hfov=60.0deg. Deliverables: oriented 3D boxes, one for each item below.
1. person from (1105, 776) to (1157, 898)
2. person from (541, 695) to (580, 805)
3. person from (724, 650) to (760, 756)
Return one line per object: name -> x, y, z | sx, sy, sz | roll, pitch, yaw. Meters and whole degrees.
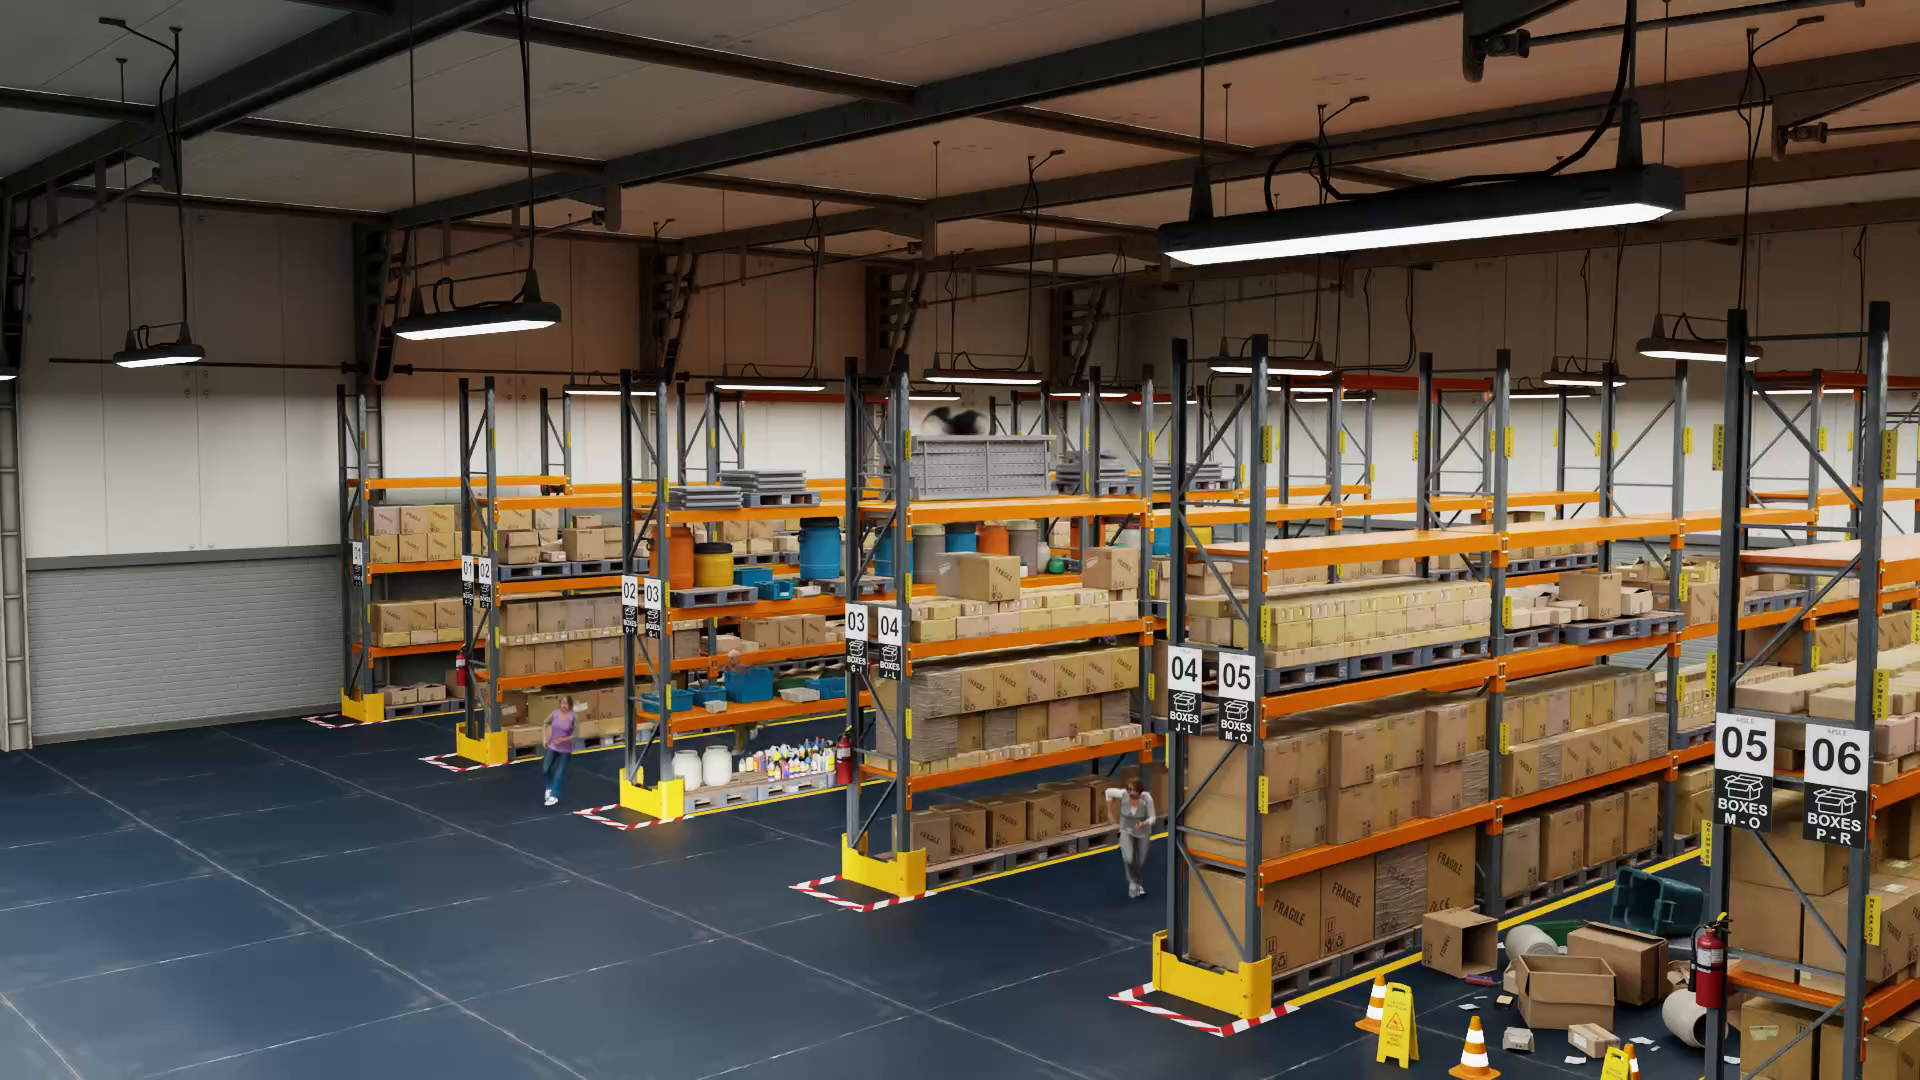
person -> 1.868, 3.240, 18.188 | 0.569, 1.435, 0.863 | 1, 4, 9
person -> -5.507, 2.896, 22.898 | 0.563, 1.539, 0.495 | 0, 4, 2
person -> -3.451, 2.586, 26.615 | 0.706, 1.717, 0.808 | 2, 4, 27
